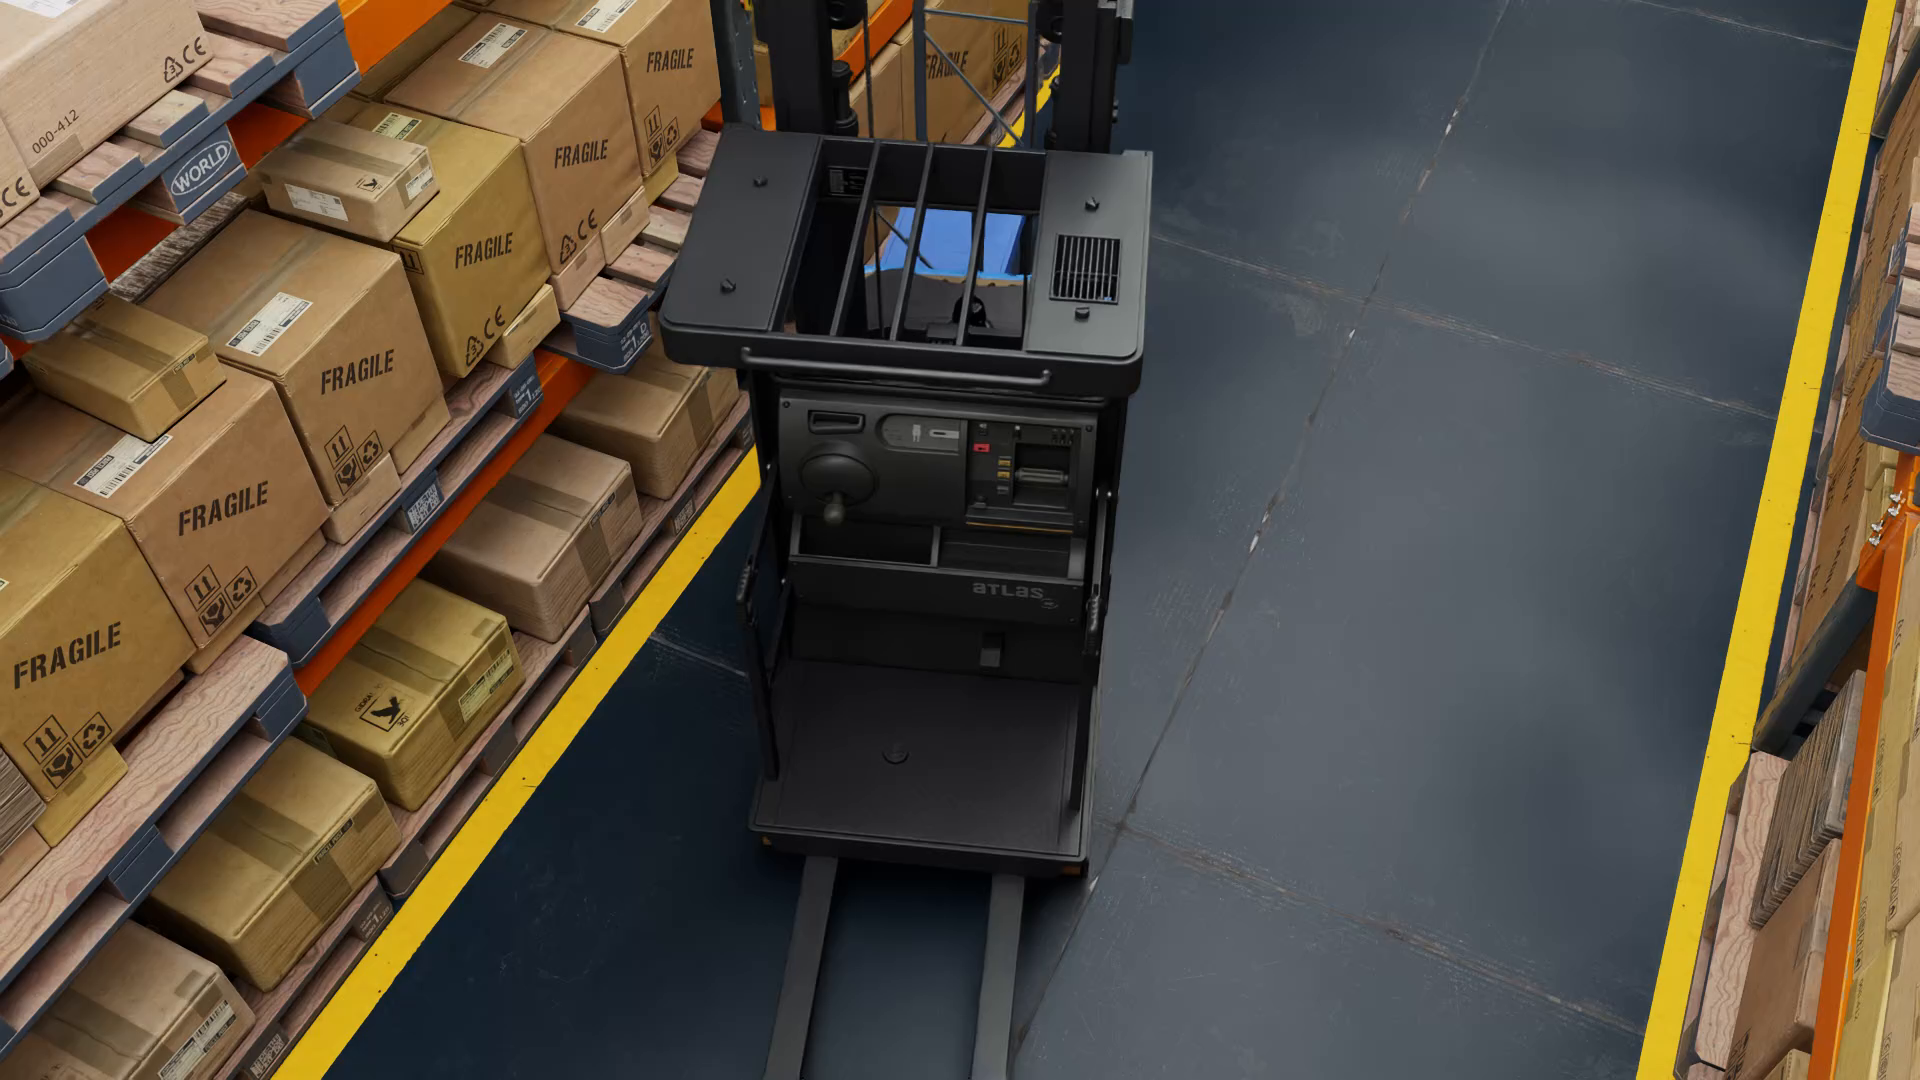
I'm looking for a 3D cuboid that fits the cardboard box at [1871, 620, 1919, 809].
[{"bbox_3d":[2.664,0.518,4.253,0.500,0.250,0.500,19,52,15],"label":"cardboard box"}]

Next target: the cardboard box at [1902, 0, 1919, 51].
[{"bbox_3d":[4.975,-2.547,8.359,0.380,0.149,0.250,18,52,15],"label":"cardboard box"}]

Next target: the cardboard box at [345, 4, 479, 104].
[{"bbox_3d":[-1.813,-1.383,5.236,0.500,0.500,0.500,22,53,18],"label":"cardboard box"}]

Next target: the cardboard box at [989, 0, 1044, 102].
[{"bbox_3d":[-0.058,-2.838,8.130,0.875,0.875,0.875,21,53,17],"label":"cardboard box"}]

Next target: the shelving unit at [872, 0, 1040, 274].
[{"bbox_3d":[-0.048,-1.236,6.632,0.538,1.500,1.048,10,50,8],"label":"shelving unit"}]

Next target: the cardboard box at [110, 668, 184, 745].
[{"bbox_3d":[-2.216,0.319,4.213,0.380,0.149,0.250,23,53,18],"label":"cardboard box"}]

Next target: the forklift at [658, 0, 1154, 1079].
[{"bbox_3d":[-0.091,-0.110,4.734,1.130,2.935,3.031,5,50,4],"label":"forklift"}]

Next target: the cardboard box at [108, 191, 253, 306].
[{"bbox_3d":[-2.255,-0.673,4.632,0.500,0.500,0.500,18,52,15],"label":"cardboard box"}]

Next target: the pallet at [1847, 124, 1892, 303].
[{"bbox_3d":[4.689,-1.380,7.601,1.003,0.211,1.213,20,52,16],"label":"pallet"}]

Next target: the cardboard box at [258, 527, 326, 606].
[{"bbox_3d":[-1.961,-0.014,4.497,0.380,0.149,0.250,20,53,16],"label":"cardboard box"}]

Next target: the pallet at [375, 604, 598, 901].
[{"bbox_3d":[-2.053,0.565,5.946,1.003,0.211,1.213,20,52,16],"label":"pallet"}]

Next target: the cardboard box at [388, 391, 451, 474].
[{"bbox_3d":[-1.713,-0.373,4.803,0.380,0.149,0.250,18,52,15],"label":"cardboard box"}]

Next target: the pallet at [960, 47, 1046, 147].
[{"bbox_3d":[-0.268,-2.166,8.269,1.003,0.211,1.213,20,52,16],"label":"pallet"}]

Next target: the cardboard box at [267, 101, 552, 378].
[{"bbox_3d":[-1.564,-0.868,4.797,0.500,0.500,0.500,17,52,14],"label":"cardboard box"}]

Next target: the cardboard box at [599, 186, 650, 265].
[{"bbox_3d":[-1.239,-1.070,5.395,0.380,0.149,0.250,19,52,16],"label":"cardboard box"}]

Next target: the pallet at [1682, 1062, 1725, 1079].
[{"bbox_3d":[2.384,2.194,4.560,1.003,0.211,1.213,20,52,16],"label":"pallet"}]

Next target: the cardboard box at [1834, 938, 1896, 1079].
[{"bbox_3d":[2.227,1.232,3.646,0.500,0.250,0.500,21,53,17],"label":"cardboard box"}]

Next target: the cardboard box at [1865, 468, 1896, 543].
[{"bbox_3d":[3.276,-0.060,5.586,0.380,0.149,0.250,17,52,14],"label":"cardboard box"}]

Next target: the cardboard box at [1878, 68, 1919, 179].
[{"bbox_3d":[4.593,-1.922,7.596,0.500,0.500,0.500,22,53,18],"label":"cardboard box"}]

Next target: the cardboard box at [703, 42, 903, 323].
[{"bbox_3d":[-0.825,-1.610,7.085,0.875,0.875,0.875,19,52,16],"label":"cardboard box"}]

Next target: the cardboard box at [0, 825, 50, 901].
[{"bbox_3d":[-2.383,0.708,3.882,0.380,0.149,0.250,21,53,17],"label":"cardboard box"}]

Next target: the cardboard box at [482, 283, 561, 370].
[{"bbox_3d":[-1.459,-0.705,5.085,0.380,0.149,0.250,21,53,17],"label":"cardboard box"}]

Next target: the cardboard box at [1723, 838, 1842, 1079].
[{"bbox_3d":[2.743,1.410,4.680,0.875,0.625,0.625,21,53,17],"label":"cardboard box"}]

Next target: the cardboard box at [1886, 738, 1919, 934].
[{"bbox_3d":[2.429,0.710,3.761,0.500,0.250,0.500,19,52,15],"label":"cardboard box"}]

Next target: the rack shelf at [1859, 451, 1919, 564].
[{"bbox_3d":[4.148,-1.245,6.128,1.077,0.370,4.000,20,52,16],"label":"rack shelf"}]

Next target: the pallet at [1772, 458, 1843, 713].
[{"bbox_3d":[3.647,0.301,6.171,1.003,0.211,1.213,20,52,16],"label":"pallet"}]

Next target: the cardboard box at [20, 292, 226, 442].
[{"bbox_3d":[-2.013,-0.425,3.994,0.380,0.149,0.250,23,53,18],"label":"cardboard box"}]

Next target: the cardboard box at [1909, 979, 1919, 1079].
[{"bbox_3d":[2.093,1.006,3.248,0.380,0.149,0.250,19,52,15],"label":"cardboard box"}]

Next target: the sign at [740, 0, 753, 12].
[{"bbox_3d":[-0.701,-1.893,5.498,0.100,0.325,0.005,20,52,16],"label":"sign"}]

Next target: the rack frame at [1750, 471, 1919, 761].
[{"bbox_3d":[3.294,-0.101,4.682,1.000,3.000,0.127,20,52,16],"label":"rack frame"}]

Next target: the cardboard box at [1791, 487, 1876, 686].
[{"bbox_3d":[3.280,0.212,5.781,0.500,0.500,0.500,21,53,17],"label":"cardboard box"}]

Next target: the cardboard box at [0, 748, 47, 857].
[{"bbox_3d":[-2.445,0.546,3.594,0.500,0.500,0.500,21,53,17],"label":"cardboard box"}]

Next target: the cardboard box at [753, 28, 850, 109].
[{"bbox_3d":[-0.759,-1.920,6.328,0.500,0.250,0.500,19,52,15],"label":"cardboard box"}]

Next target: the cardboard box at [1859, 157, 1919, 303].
[{"bbox_3d":[4.157,-1.210,6.991,0.500,0.500,0.500,18,52,15],"label":"cardboard box"}]

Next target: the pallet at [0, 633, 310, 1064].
[{"bbox_3d":[-2.446,0.624,4.191,1.003,0.211,1.213,20,52,16],"label":"pallet"}]

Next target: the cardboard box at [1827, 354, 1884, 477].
[{"bbox_3d":[3.725,-0.491,6.379,0.500,0.500,0.500,22,53,18],"label":"cardboard box"}]

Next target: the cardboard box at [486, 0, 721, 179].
[{"bbox_3d":[-1.138,-1.575,5.399,0.500,0.500,0.500,18,52,15],"label":"cardboard box"}]

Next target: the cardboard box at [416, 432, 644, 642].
[{"bbox_3d":[-1.754,-0.102,6.132,0.950,0.372,0.625,19,52,15],"label":"cardboard box"}]

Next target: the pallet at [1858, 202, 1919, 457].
[{"bbox_3d":[3.520,-0.529,5.171,1.213,0.211,1.003,20,52,16],"label":"pallet"}]

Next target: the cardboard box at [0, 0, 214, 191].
[{"bbox_3d":[-1.881,-0.994,3.295,0.500,0.250,0.500,19,52,16],"label":"cardboard box"}]

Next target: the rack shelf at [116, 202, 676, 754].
[{"bbox_3d":[-2.050,-0.103,5.156,1.077,0.370,4.000,20,52,16],"label":"rack shelf"}]

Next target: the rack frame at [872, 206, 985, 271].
[{"bbox_3d":[-0.158,-0.859,6.311,0.500,1.500,0.032,10,50,8],"label":"rack frame"}]

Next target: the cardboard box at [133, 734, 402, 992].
[{"bbox_3d":[-2.379,0.898,5.281,0.950,0.372,0.625,23,53,18],"label":"cardboard box"}]

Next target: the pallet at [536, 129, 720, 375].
[{"bbox_3d":[-1.404,-1.126,5.680,1.213,0.211,1.003,20,52,16],"label":"pallet"}]

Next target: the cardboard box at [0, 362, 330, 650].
[{"bbox_3d":[-2.008,-0.135,4.174,0.500,0.500,0.500,20,52,16],"label":"cardboard box"}]

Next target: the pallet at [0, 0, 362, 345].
[{"bbox_3d":[-2.104,-0.976,3.580,1.213,0.211,1.003,20,52,16],"label":"pallet"}]

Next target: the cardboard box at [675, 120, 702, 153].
[{"bbox_3d":[-1.123,-1.466,5.732,0.380,0.149,0.250,22,53,17],"label":"cardboard box"}]
